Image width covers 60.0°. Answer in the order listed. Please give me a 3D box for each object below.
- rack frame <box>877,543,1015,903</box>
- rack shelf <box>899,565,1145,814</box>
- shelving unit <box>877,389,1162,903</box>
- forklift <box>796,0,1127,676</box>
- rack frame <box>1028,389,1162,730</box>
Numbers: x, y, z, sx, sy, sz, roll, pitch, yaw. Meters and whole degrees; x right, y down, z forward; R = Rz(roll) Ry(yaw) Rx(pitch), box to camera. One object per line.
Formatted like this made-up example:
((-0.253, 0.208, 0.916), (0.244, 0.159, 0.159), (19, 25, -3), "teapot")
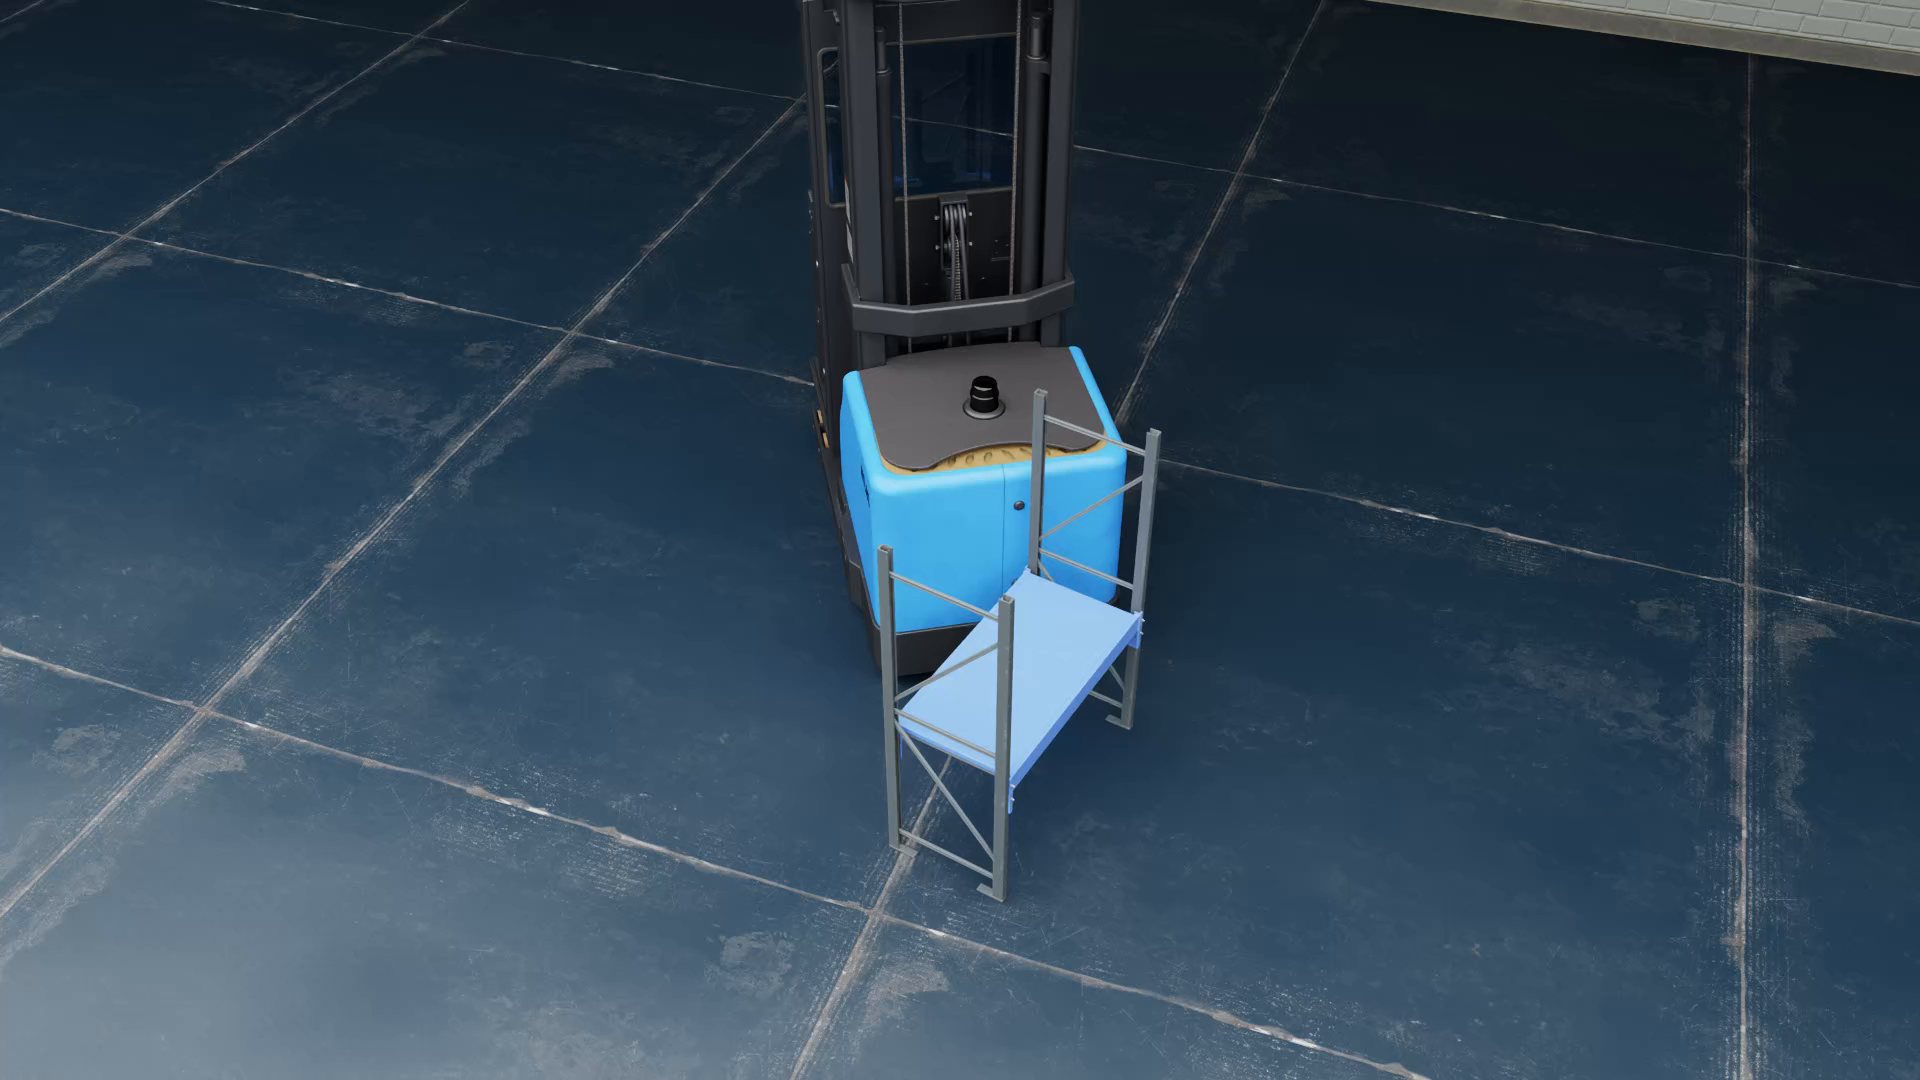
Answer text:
((-0.048, 0.674, 5.758), (0.500, 1.500, 0.032), (22, 45, 24), "rack frame")
((0.220, 0.531, 6.203), (0.538, 0.185, 1.000), (22, 45, 24), "rack shelf")
((0.220, 0.394, 6.086), (0.538, 1.500, 1.048), (22, 45, 24), "shelving unit")
((-0.121, -1.511, 7.217), (1.130, 2.935, 3.031), (-7, 41, -9), "forklift")
((0.488, 0.114, 6.415), (0.500, 1.500, 0.032), (22, 45, 24), "rack frame")
